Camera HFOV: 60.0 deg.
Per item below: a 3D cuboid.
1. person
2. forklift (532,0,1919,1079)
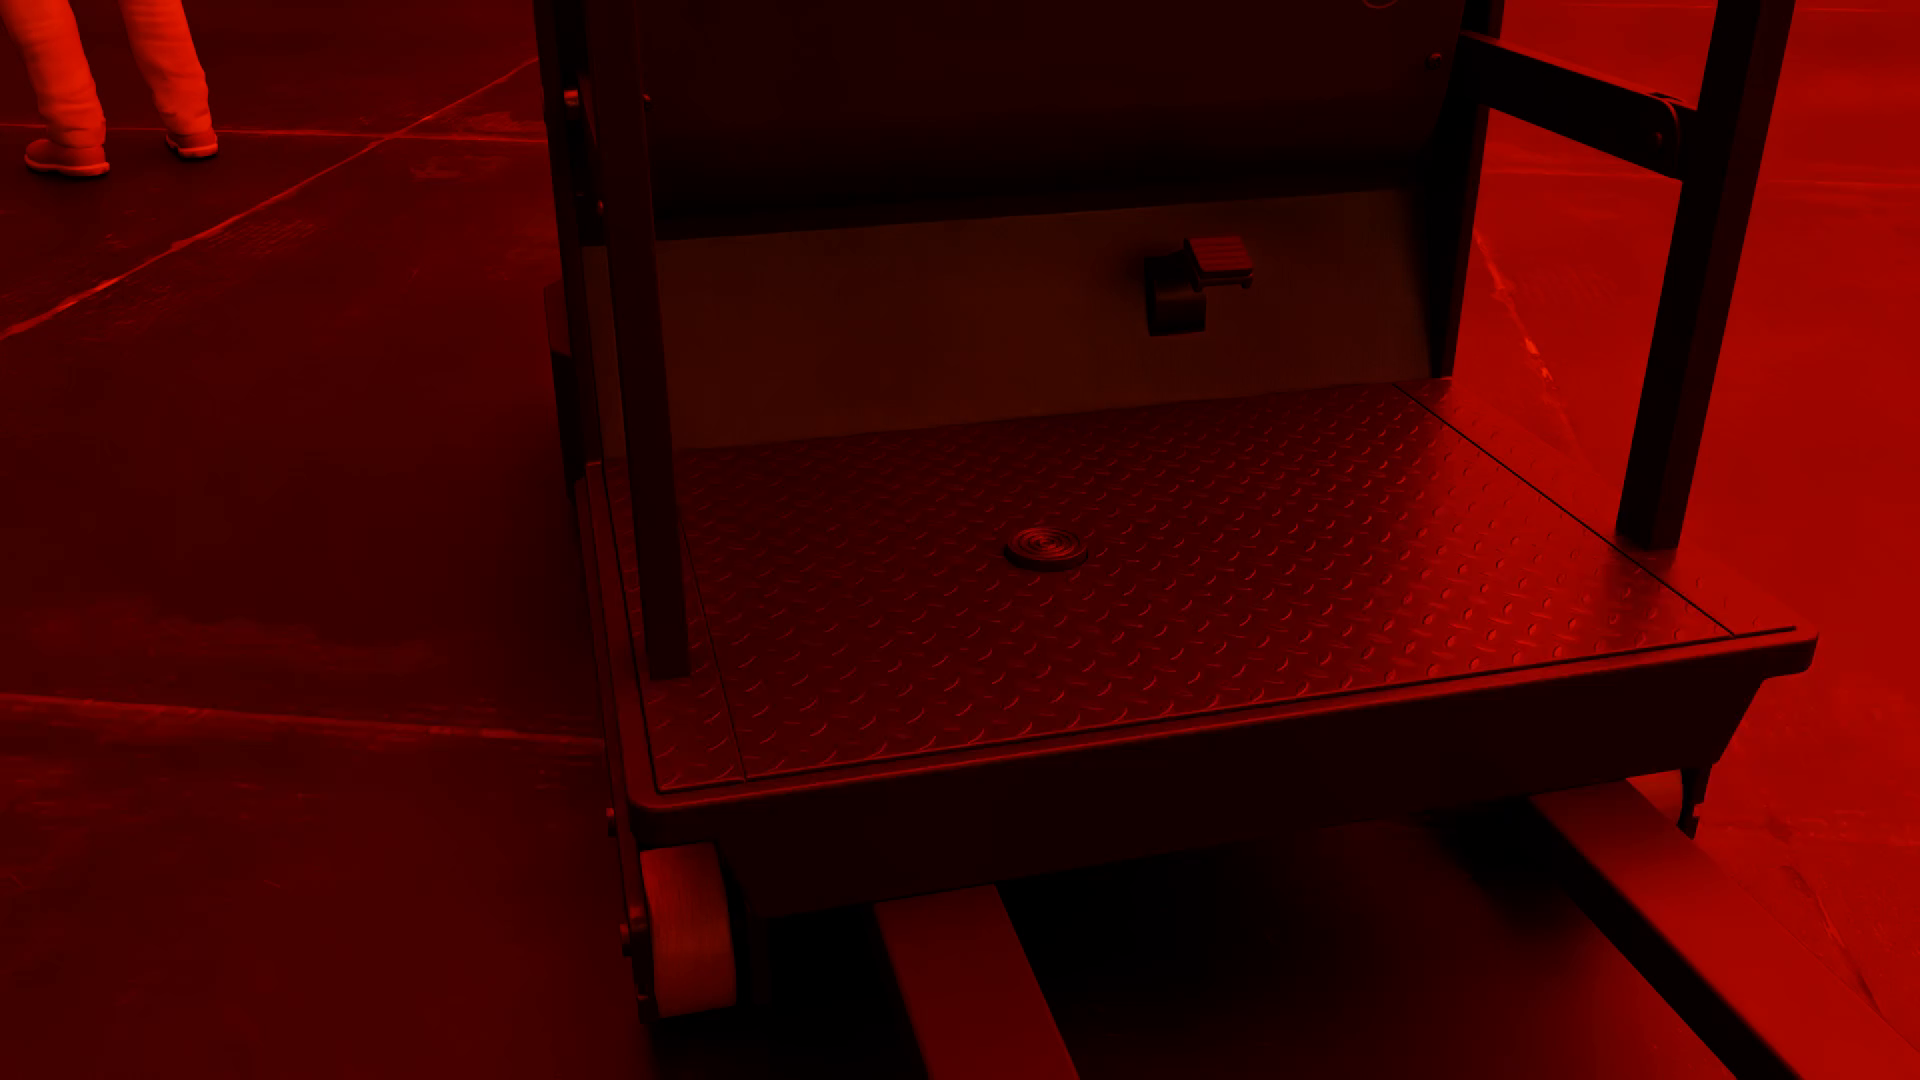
[{"bbox_3d":[-2.292,-1.811,4.169,0.438,1.750,0.607,23,35,38],"label":"person"},{"bbox_3d":[0.153,-1.049,1.319,1.130,2.935,3.031,-7,27,-13],"label":"forklift"}]
